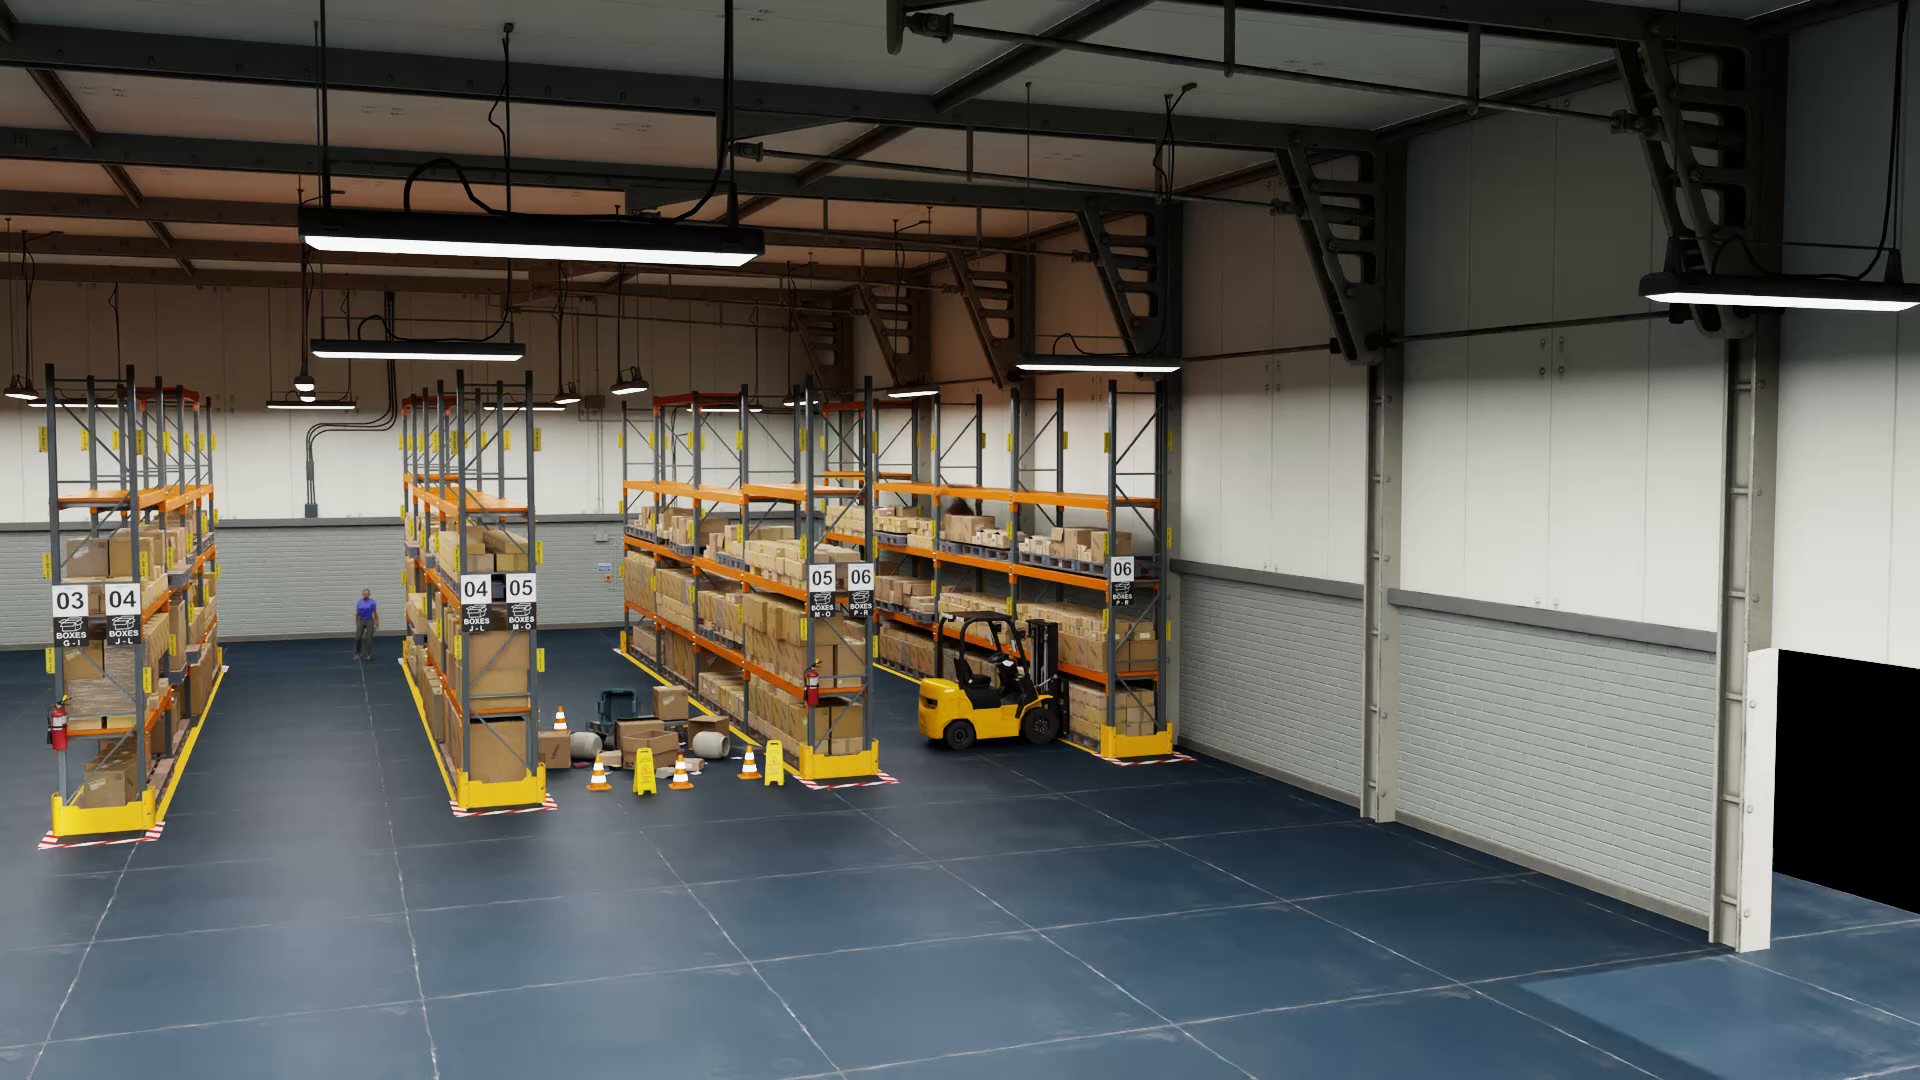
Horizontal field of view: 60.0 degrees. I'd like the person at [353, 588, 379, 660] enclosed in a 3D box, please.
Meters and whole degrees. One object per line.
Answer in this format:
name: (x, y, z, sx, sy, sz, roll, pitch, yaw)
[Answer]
person: (-13.721, 1.945, 38.384, 0.599, 1.664, 0.361, -1, 3, -9)
